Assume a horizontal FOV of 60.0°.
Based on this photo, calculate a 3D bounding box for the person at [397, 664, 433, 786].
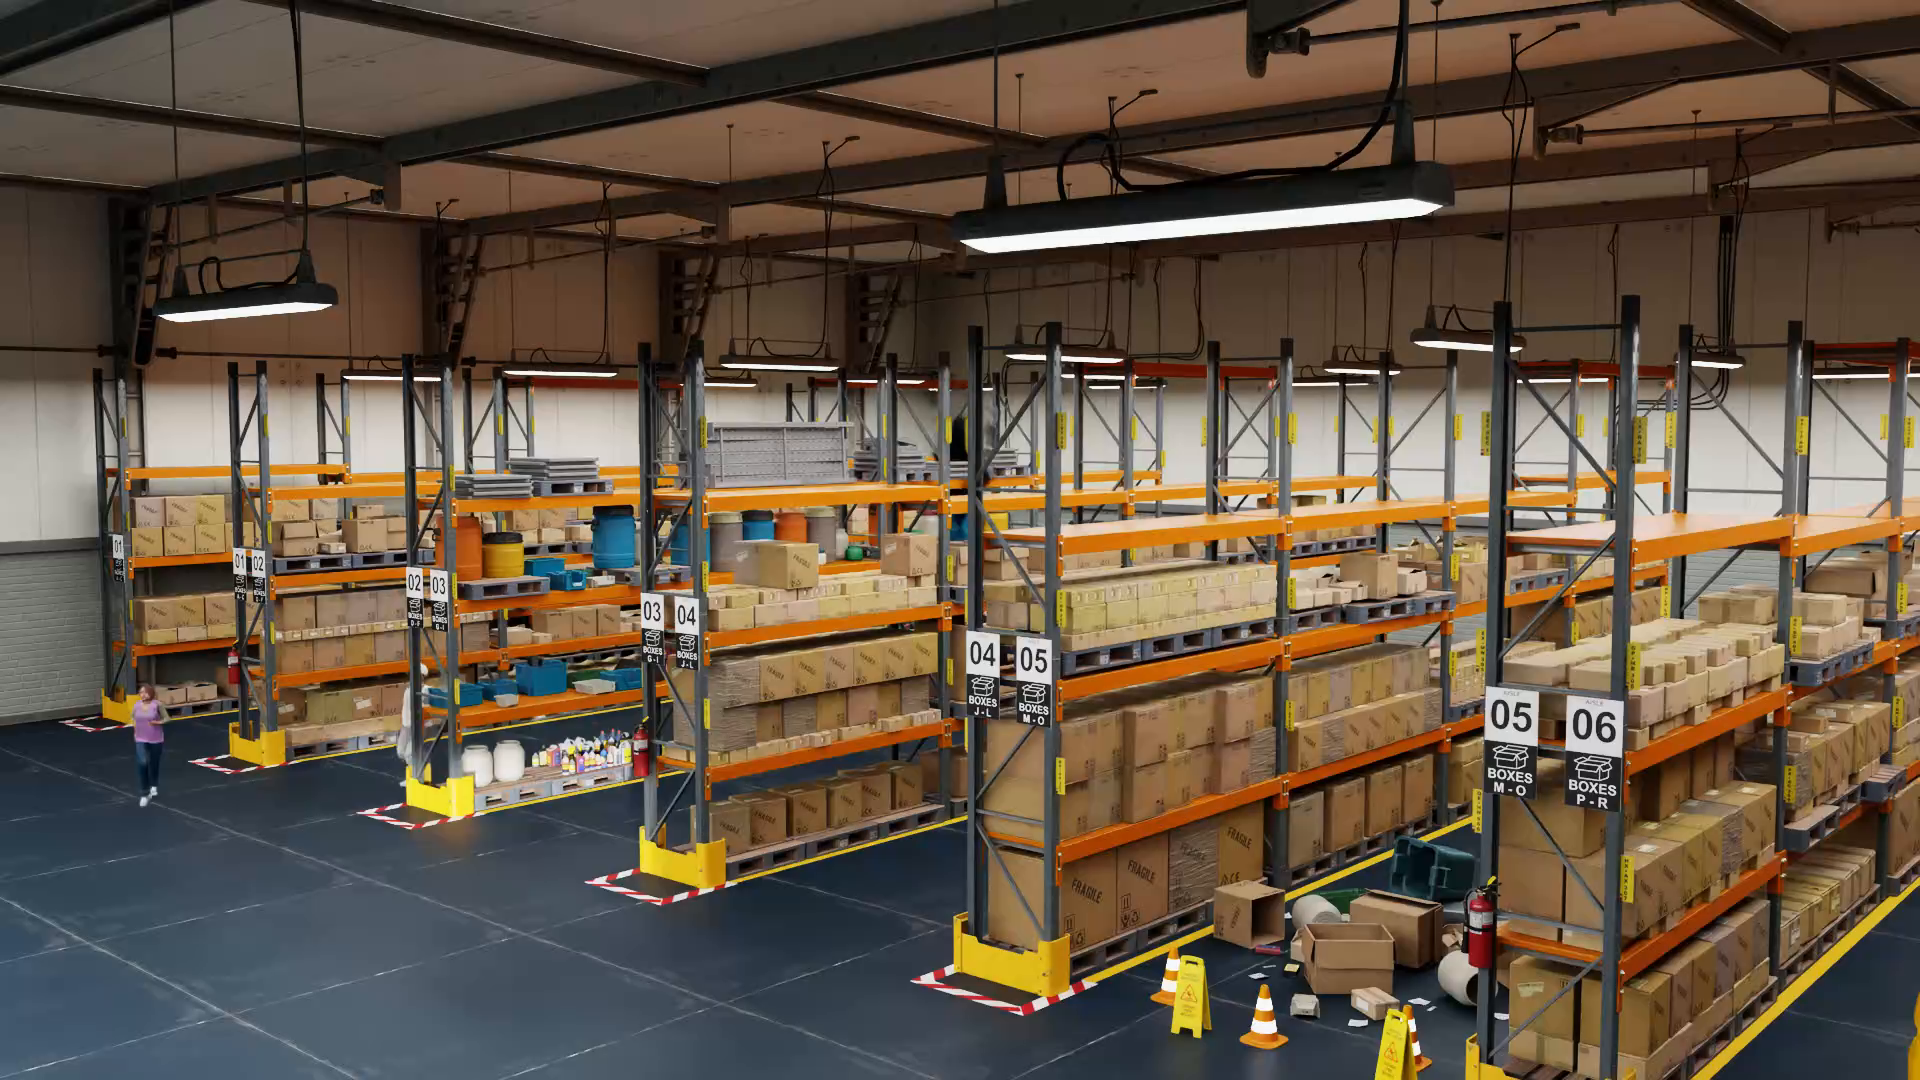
[{"bbox_3d":[-7.603,2.594,23.387,0.666,1.735,0.562,2,5,29],"label":"person"}]

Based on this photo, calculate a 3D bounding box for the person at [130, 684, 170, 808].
[{"bbox_3d":[-10.855,2.785,22.310,0.509,1.552,0.719,-2,4,-20],"label":"person"}]

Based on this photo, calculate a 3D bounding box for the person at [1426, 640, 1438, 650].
[{"bbox_3d":[7.164,2.407,25.463,0.685,1.747,0.712,3,5,34],"label":"person"}]
